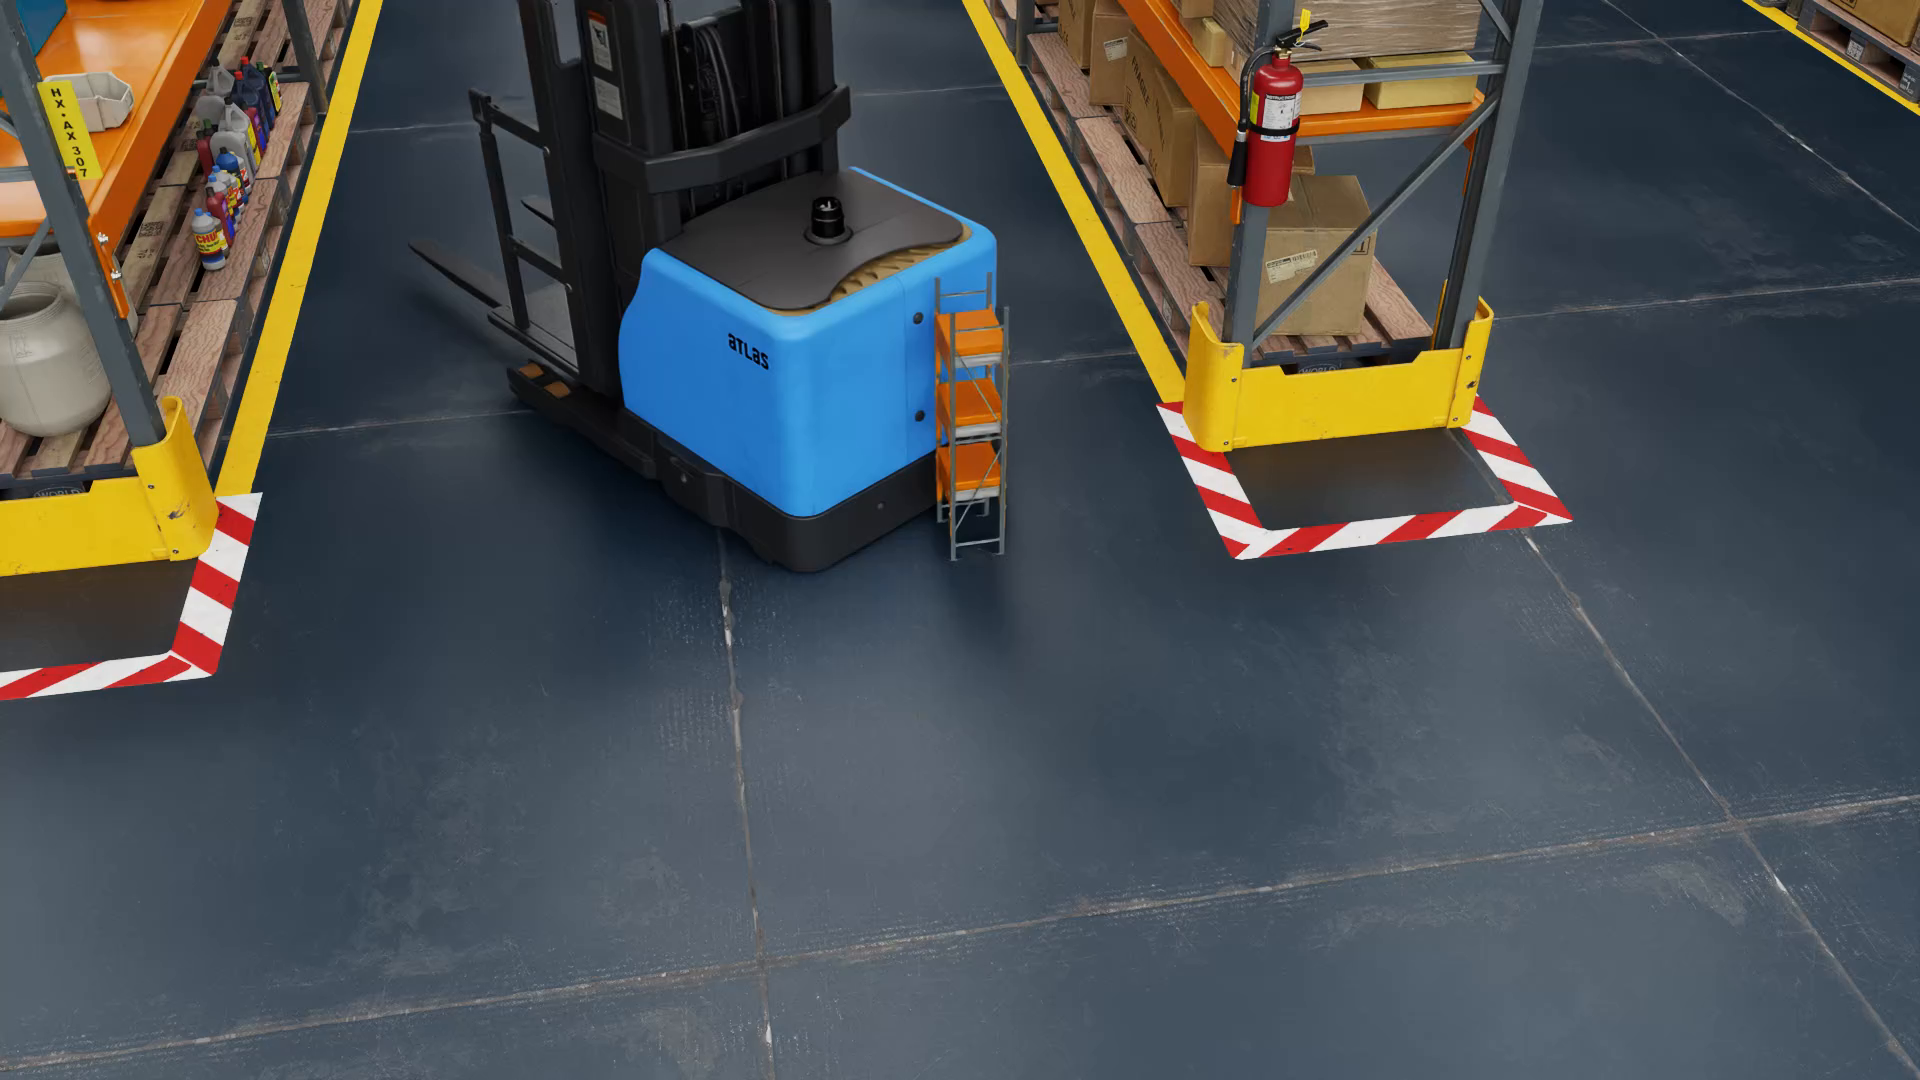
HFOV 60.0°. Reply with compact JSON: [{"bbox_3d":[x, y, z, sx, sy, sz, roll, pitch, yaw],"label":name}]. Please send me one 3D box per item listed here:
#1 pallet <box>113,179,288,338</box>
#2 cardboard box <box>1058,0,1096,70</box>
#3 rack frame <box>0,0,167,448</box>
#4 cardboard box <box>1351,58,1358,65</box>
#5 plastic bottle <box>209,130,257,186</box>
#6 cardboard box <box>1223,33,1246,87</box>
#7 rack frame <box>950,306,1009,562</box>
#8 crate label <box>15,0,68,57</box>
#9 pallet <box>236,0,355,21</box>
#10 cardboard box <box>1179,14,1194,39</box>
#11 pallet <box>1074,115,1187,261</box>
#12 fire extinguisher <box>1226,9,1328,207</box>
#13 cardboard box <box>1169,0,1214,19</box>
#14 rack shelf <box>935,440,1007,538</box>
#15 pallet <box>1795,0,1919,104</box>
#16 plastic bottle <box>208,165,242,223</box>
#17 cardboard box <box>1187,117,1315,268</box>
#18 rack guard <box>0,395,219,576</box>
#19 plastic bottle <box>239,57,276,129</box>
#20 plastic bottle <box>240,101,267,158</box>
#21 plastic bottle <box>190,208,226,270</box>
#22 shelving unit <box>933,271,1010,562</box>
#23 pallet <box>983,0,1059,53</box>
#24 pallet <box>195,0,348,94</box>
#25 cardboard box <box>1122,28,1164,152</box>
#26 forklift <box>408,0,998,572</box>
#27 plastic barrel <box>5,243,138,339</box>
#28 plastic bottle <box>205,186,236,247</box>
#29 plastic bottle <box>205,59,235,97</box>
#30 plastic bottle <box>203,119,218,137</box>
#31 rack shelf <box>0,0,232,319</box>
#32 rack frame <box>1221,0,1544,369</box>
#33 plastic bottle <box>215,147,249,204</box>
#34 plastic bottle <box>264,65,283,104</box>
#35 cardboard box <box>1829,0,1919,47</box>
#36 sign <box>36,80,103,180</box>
[{"bbox_3d":[-3.750,-1.287,7.735,1.003,0.211,1.213,-6,38,-8],"label":"pallet"},{"bbox_3d":[0.863,-3.002,9.365,0.500,0.500,0.500,-7,38,-9],"label":"cardboard box"},{"bbox_3d":[-3.343,-1.121,5.248,1.000,3.000,0.127,-6,38,-8],"label":"rack frame"},{"bbox_3d":[1.693,-1.905,6.462,0.380,0.149,0.250,-6,38,-8],"label":"cardboard box"},{"bbox_3d":[-3.533,-1.868,8.070,0.152,0.276,0.135,-6,38,-7],"label":"plastic bottle"},{"bbox_3d":[1.237,-1.855,6.398,0.380,0.149,0.250,-6,38,-8],"label":"cardboard box"},{"bbox_3d":[0.065,-0.349,5.844,0.200,1.050,0.008,-8,39,-10],"label":"rack frame"},{"bbox_3d":[-3.932,-2.218,6.631,0.502,0.435,0.616,-6,38,-8],"label":"crate label"},{"bbox_3d":[-4.437,-3.644,10.769,1.003,0.211,1.213,-6,38,-8],"label":"pallet"},{"bbox_3d":[1.114,-2.154,6.782,0.380,0.149,0.250,-6,38,-8],"label":"cardboard box"},{"bbox_3d":[1.202,-1.828,8.431,1.003,0.211,1.213,-6,38,-8],"label":"pallet"},{"bbox_3d":[1.100,-1.504,5.805,0.296,0.674,0.183,-6,38,-8],"label":"fire extinguisher"},{"bbox_3d":[1.258,-2.435,6.615,0.875,0.500,0.500,-6,38,-8],"label":"cardboard box"},{"bbox_3d":[0.038,-0.195,6.115,0.215,0.259,0.240,-8,39,-10],"label":"rack shelf"},{"bbox_3d":[5.789,-2.973,9.905,1.003,0.211,1.213,-6,38,-8],"label":"pallet"},{"bbox_3d":[-3.432,-1.613,7.747,0.097,0.271,0.097,0,38,0],"label":"plastic bottle"},{"bbox_3d":[1.302,-1.569,7.519,0.500,0.500,0.500,3,38,4],"label":"cardboard box"},{"bbox_3d":[-3.403,-0.175,6.067,1.175,0.500,0.348,-6,38,-8],"label":"rack guard"},{"bbox_3d":[-3.648,-2.307,8.575,0.144,0.351,0.185,-7,38,-9],"label":"plastic bottle"},{"bbox_3d":[-3.544,-2.070,8.325,0.061,0.283,0.133,-4,38,-5],"label":"plastic bottle"},{"bbox_3d":[-3.354,-1.346,7.403,0.097,0.271,0.097,0,38,0],"label":"plastic bottle"},{"bbox_3d":[0.038,-0.422,5.938,0.215,1.050,0.252,-8,39,-10],"label":"shelving unit"},{"bbox_3d":[0.694,-3.439,10.504,1.003,0.211,1.213,-6,38,-8],"label":"pallet"},{"bbox_3d":[-4.220,-2.906,9.818,1.003,0.211,1.213,-6,38,-8],"label":"pallet"},{"bbox_3d":[1.157,-2.291,8.449,0.500,0.500,0.500,-9,39,-12],"label":"cardboard box"},{"bbox_3d":[-1.246,-1.843,6.233,1.130,2.935,3.031,-31,48,-34],"label":"forklift"},{"bbox_3d":[-3.621,-0.996,6.773,0.421,0.512,0.421,0,38,0],"label":"plastic barrel"},{"bbox_3d":[-3.376,-1.489,7.578,0.061,0.283,0.133,-6,38,-7],"label":"plastic bottle"},{"bbox_3d":[-3.790,-2.291,8.555,0.144,0.351,0.185,-6,38,-8],"label":"plastic bottle"},{"bbox_3d":[-3.654,-1.942,8.161,0.061,0.283,0.133,-6,38,-8],"label":"plastic bottle"},{"bbox_3d":[-3.694,-2.045,7.024,1.077,0.370,4.000,-6,38,-8],"label":"rack shelf"},{"bbox_3d":[1.533,-1.654,5.934,1.000,3.000,0.127,-6,38,-8],"label":"rack frame"},{"bbox_3d":[-3.467,-1.736,7.904,0.097,0.271,0.097,0,38,0],"label":"plastic bottle"},{"bbox_3d":[-3.674,-2.420,8.842,0.097,0.201,0.097,0,38,0],"label":"plastic bottle"},{"bbox_3d":[5.774,-3.481,9.676,0.875,0.875,0.875,-6,38,-7],"label":"cardboard box"},{"bbox_3d":[-2.801,-1.287,5.236,0.100,0.325,0.005,-6,38,-8],"label":"sign"}]
